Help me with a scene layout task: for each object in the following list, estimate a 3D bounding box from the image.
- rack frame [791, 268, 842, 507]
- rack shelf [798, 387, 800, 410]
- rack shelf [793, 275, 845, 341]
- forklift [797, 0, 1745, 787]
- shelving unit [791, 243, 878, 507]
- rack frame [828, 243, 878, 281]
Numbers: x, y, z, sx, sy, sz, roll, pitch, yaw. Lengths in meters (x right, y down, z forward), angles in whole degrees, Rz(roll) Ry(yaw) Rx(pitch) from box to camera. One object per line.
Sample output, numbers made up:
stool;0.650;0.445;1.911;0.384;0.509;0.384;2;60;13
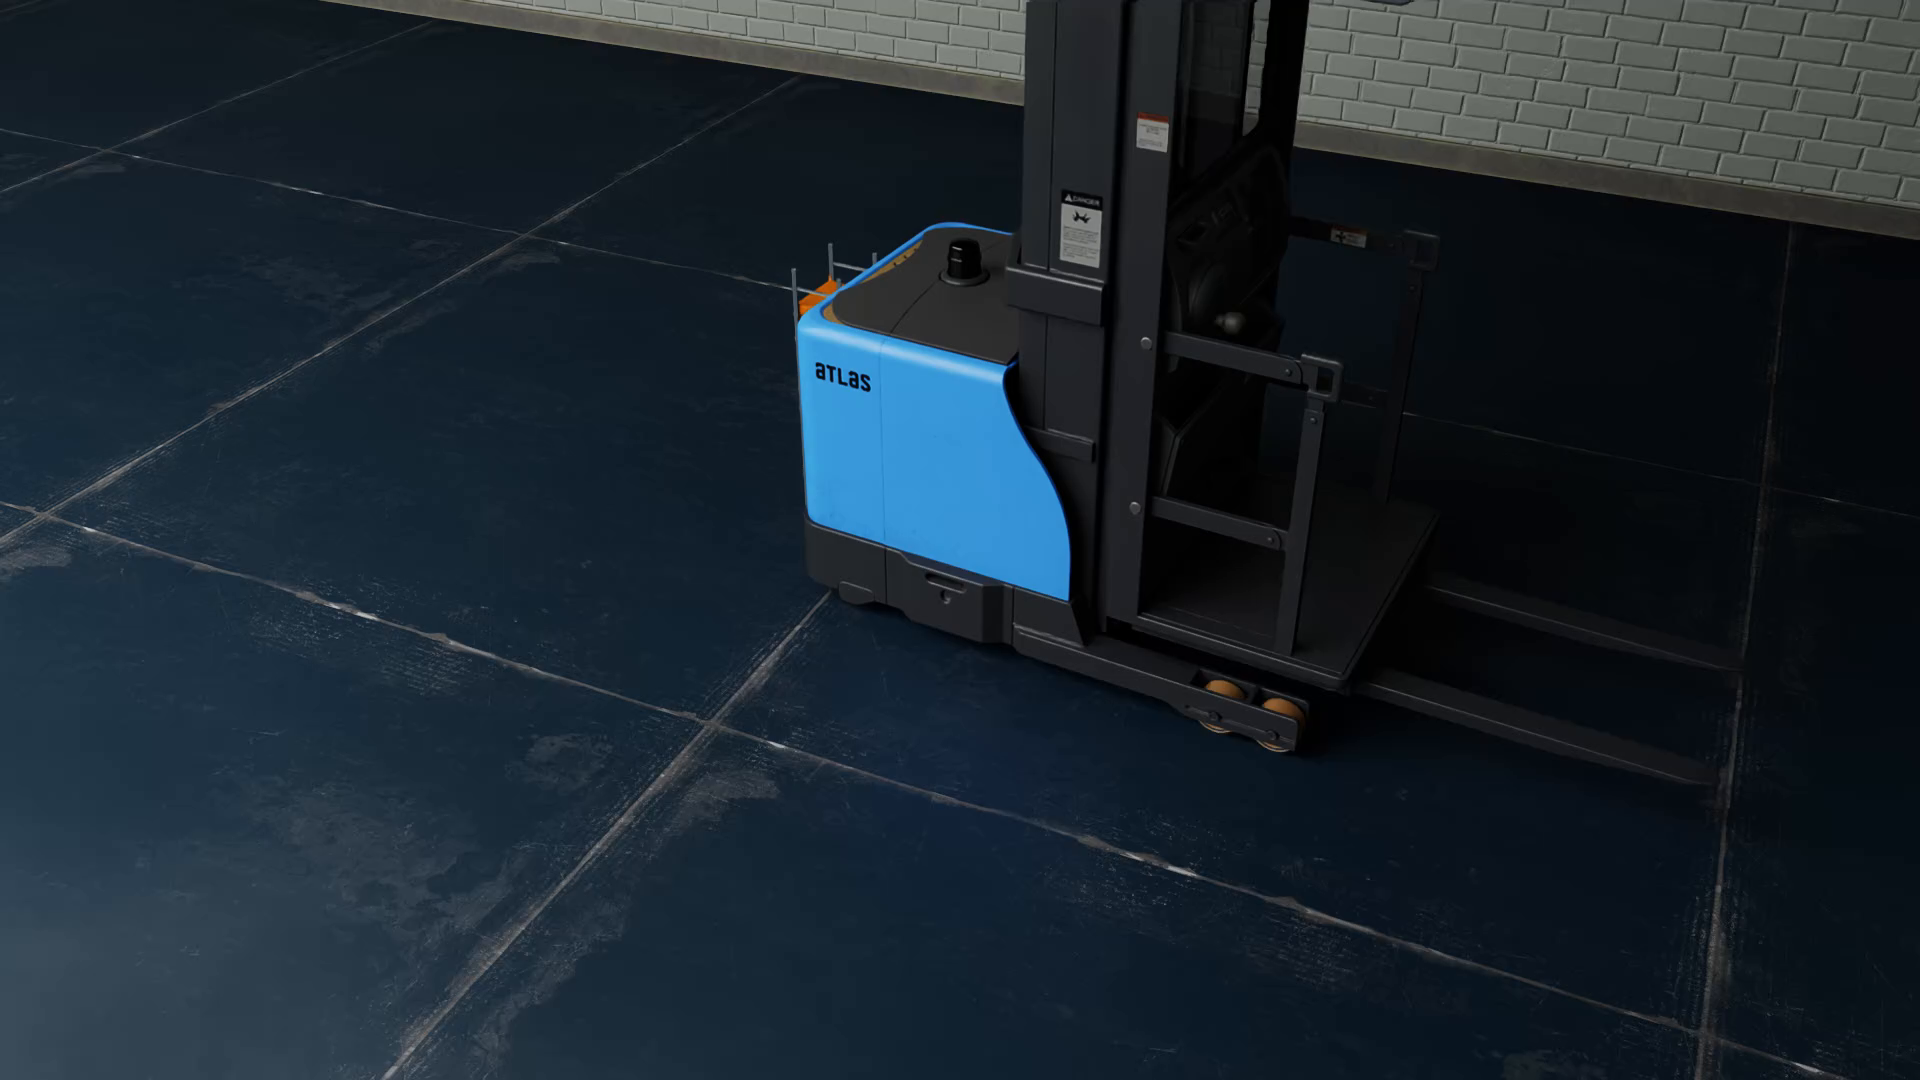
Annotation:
rack frame;-0.495;-0.479;6.023;0.200;1.050;0.008;16;37;23
rack shelf;-0.438;-0.530;6.120;0.215;0.259;0.240;16;37;23
rack shelf;-0.438;-0.767;5.964;0.215;0.259;0.240;16;37;23
forklift;0.994;-0.893;4.938;3.031;2.935;1.130;17;37;24
shelving unit;-0.438;-0.538;6.114;0.215;1.050;0.252;16;37;23
rack frame;-0.382;-0.598;6.204;0.200;1.050;0.008;16;37;23
